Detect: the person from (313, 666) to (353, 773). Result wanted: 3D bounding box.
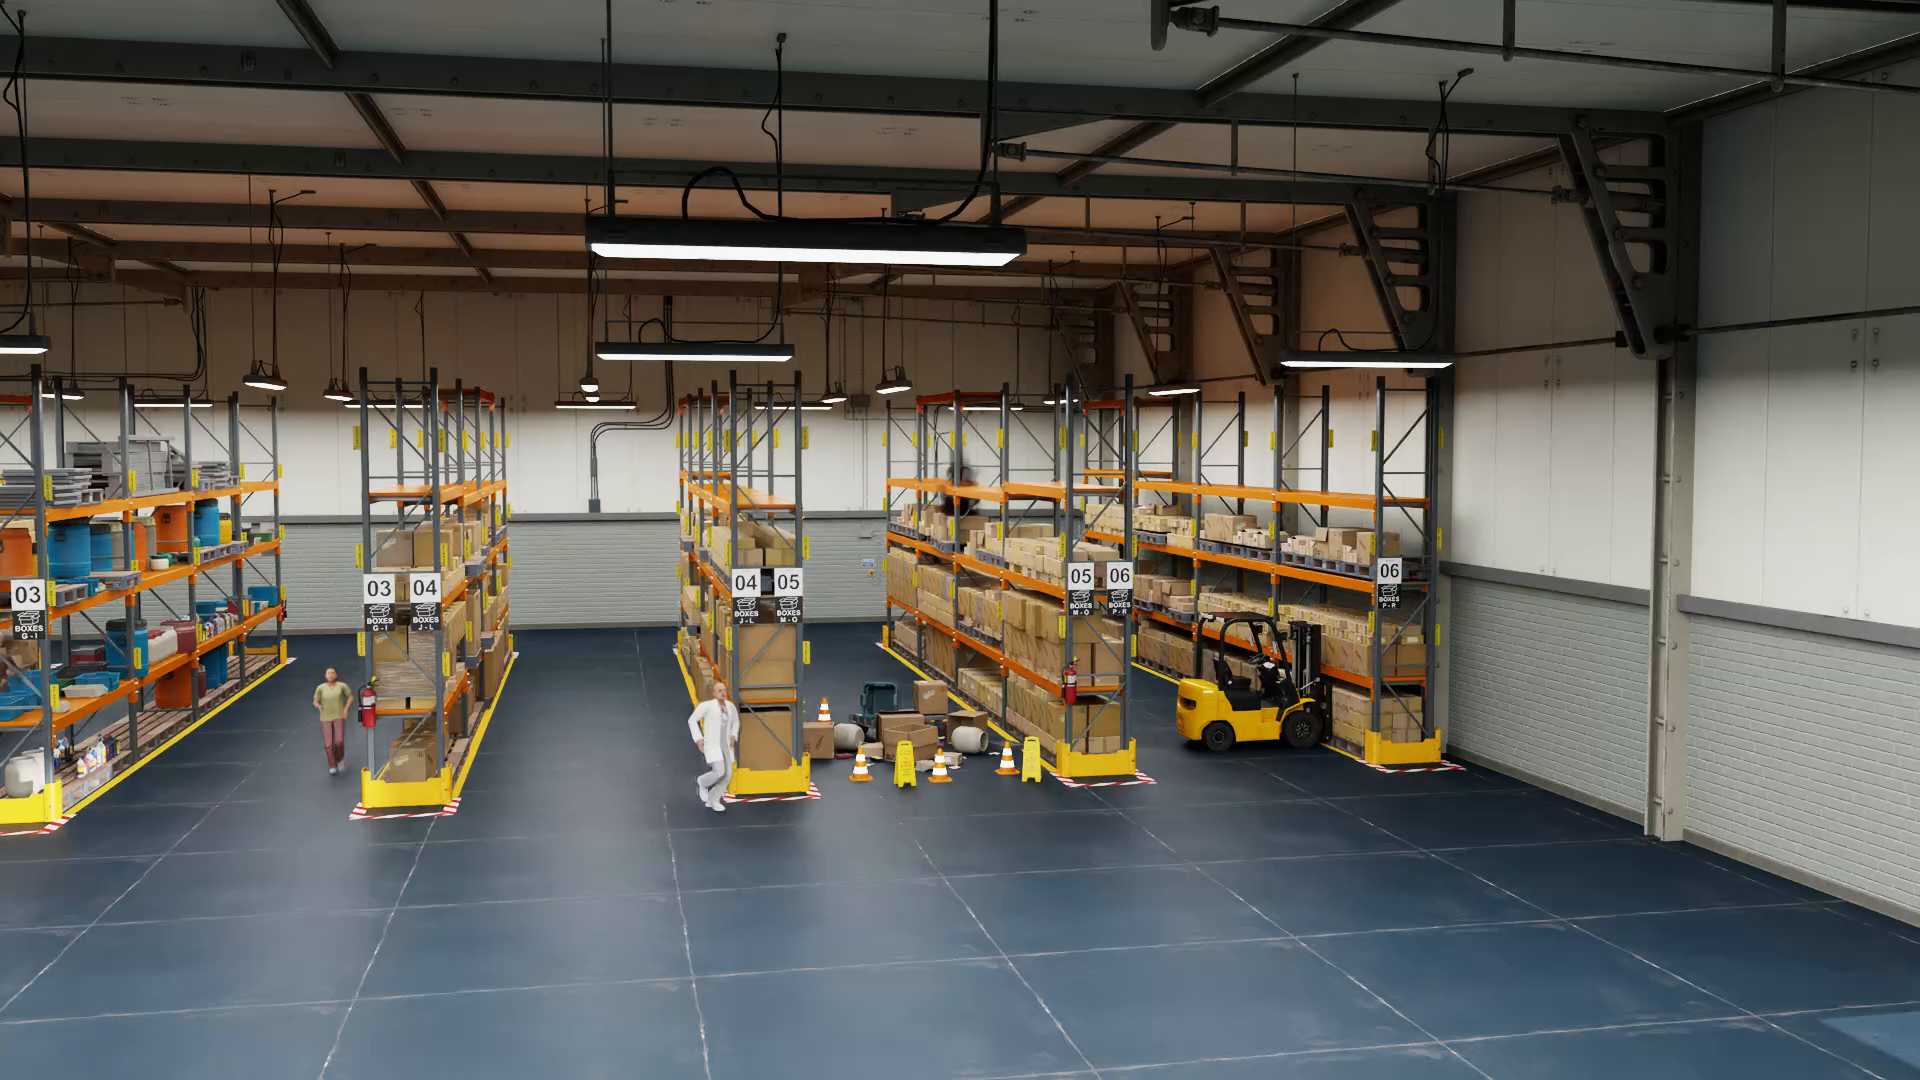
[{"bbox_3d":[-9.397,2.697,24.881,0.539,1.628,0.551,-1,4,-16],"label":"person"}]

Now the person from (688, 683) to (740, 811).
[{"bbox_3d":[-3.277,2.805,22.559,0.732,1.735,0.532,-3,5,-42],"label":"person"}]

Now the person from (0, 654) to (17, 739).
[{"bbox_3d":[-15.968,2.503,27.476,0.707,1.733,0.633,-2,4,-26],"label":"person"}]

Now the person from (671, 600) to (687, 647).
[{"bbox_3d":[-6.598,1.736,40.286,0.841,1.767,0.715,-2,4,-27],"label":"person"}]
